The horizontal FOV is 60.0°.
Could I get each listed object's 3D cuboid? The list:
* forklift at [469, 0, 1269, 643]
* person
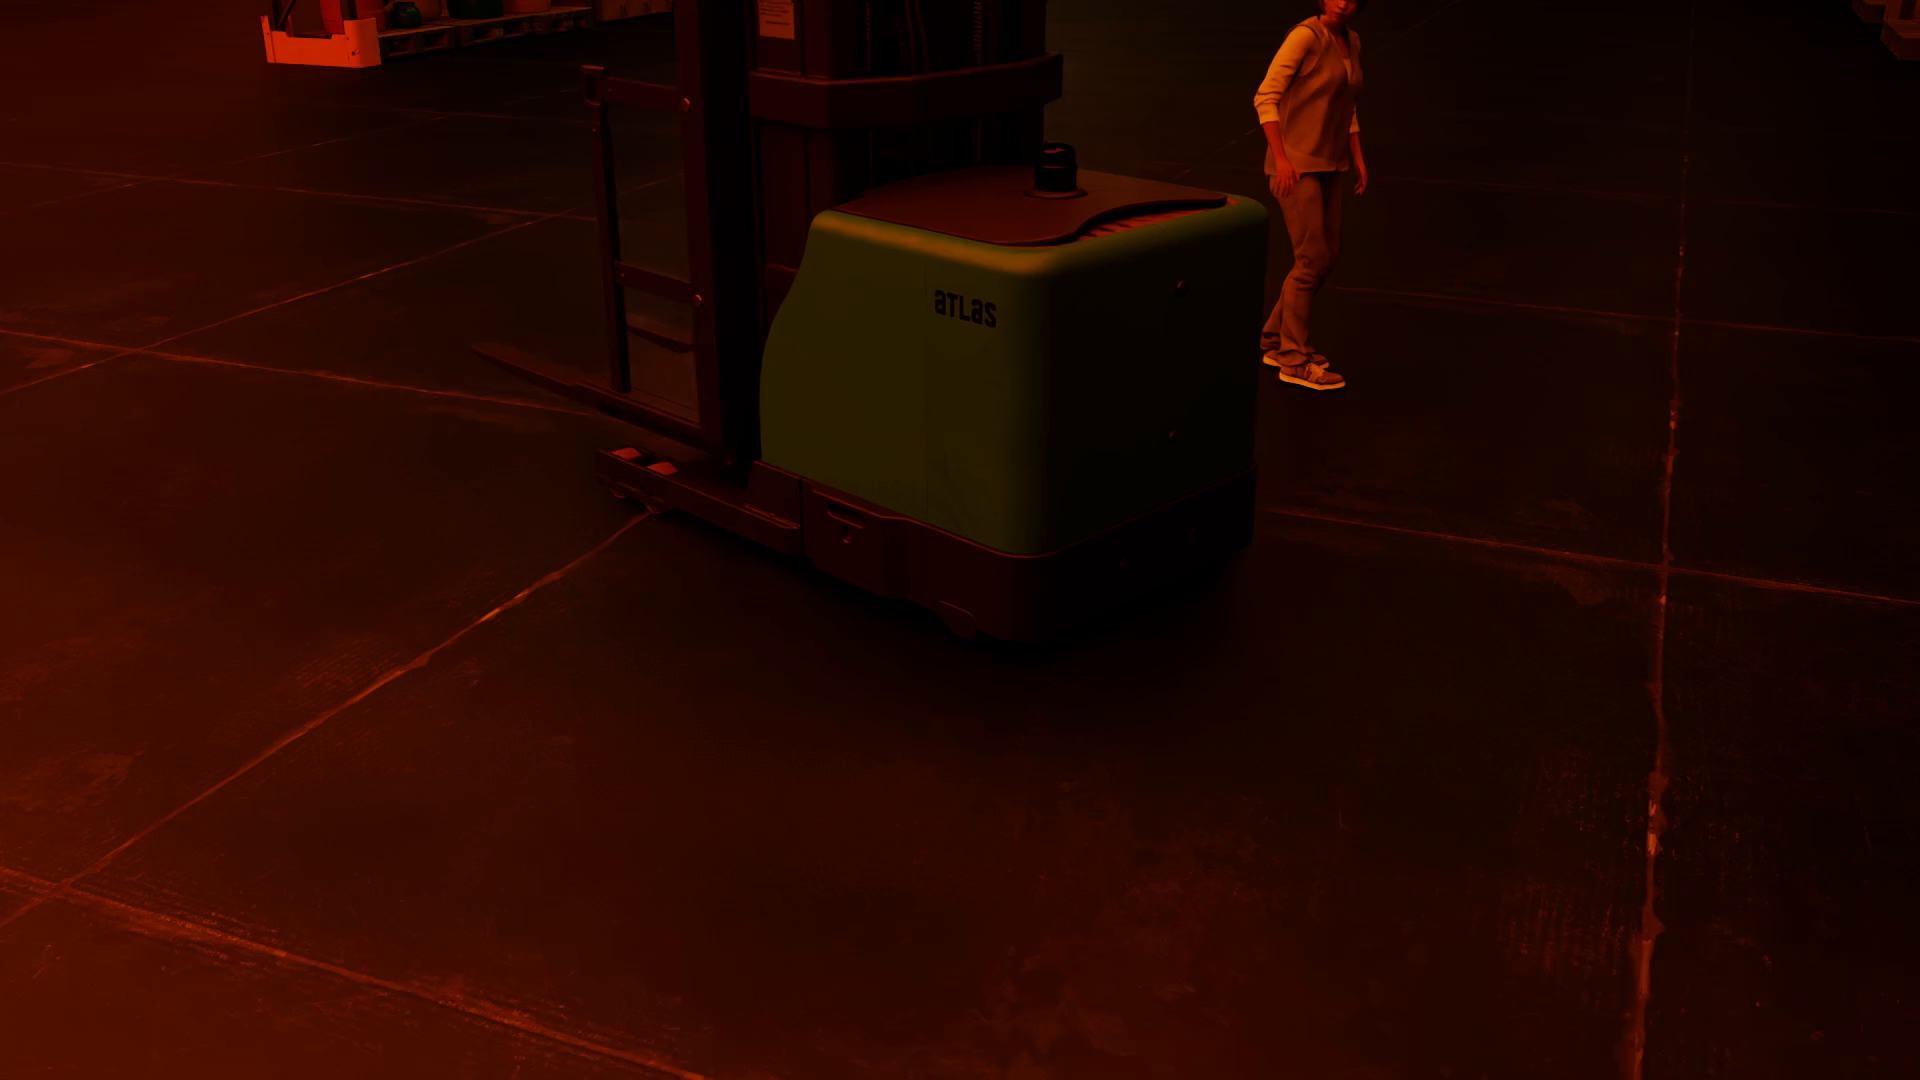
[{"bbox_3d":[-0.541,-1.558,5.021,3.031,2.935,1.130,21,30,40],"label":"forklift"},{"bbox_3d":[1.394,-1.393,6.384,0.449,1.581,0.618,17,28,34],"label":"person"}]
